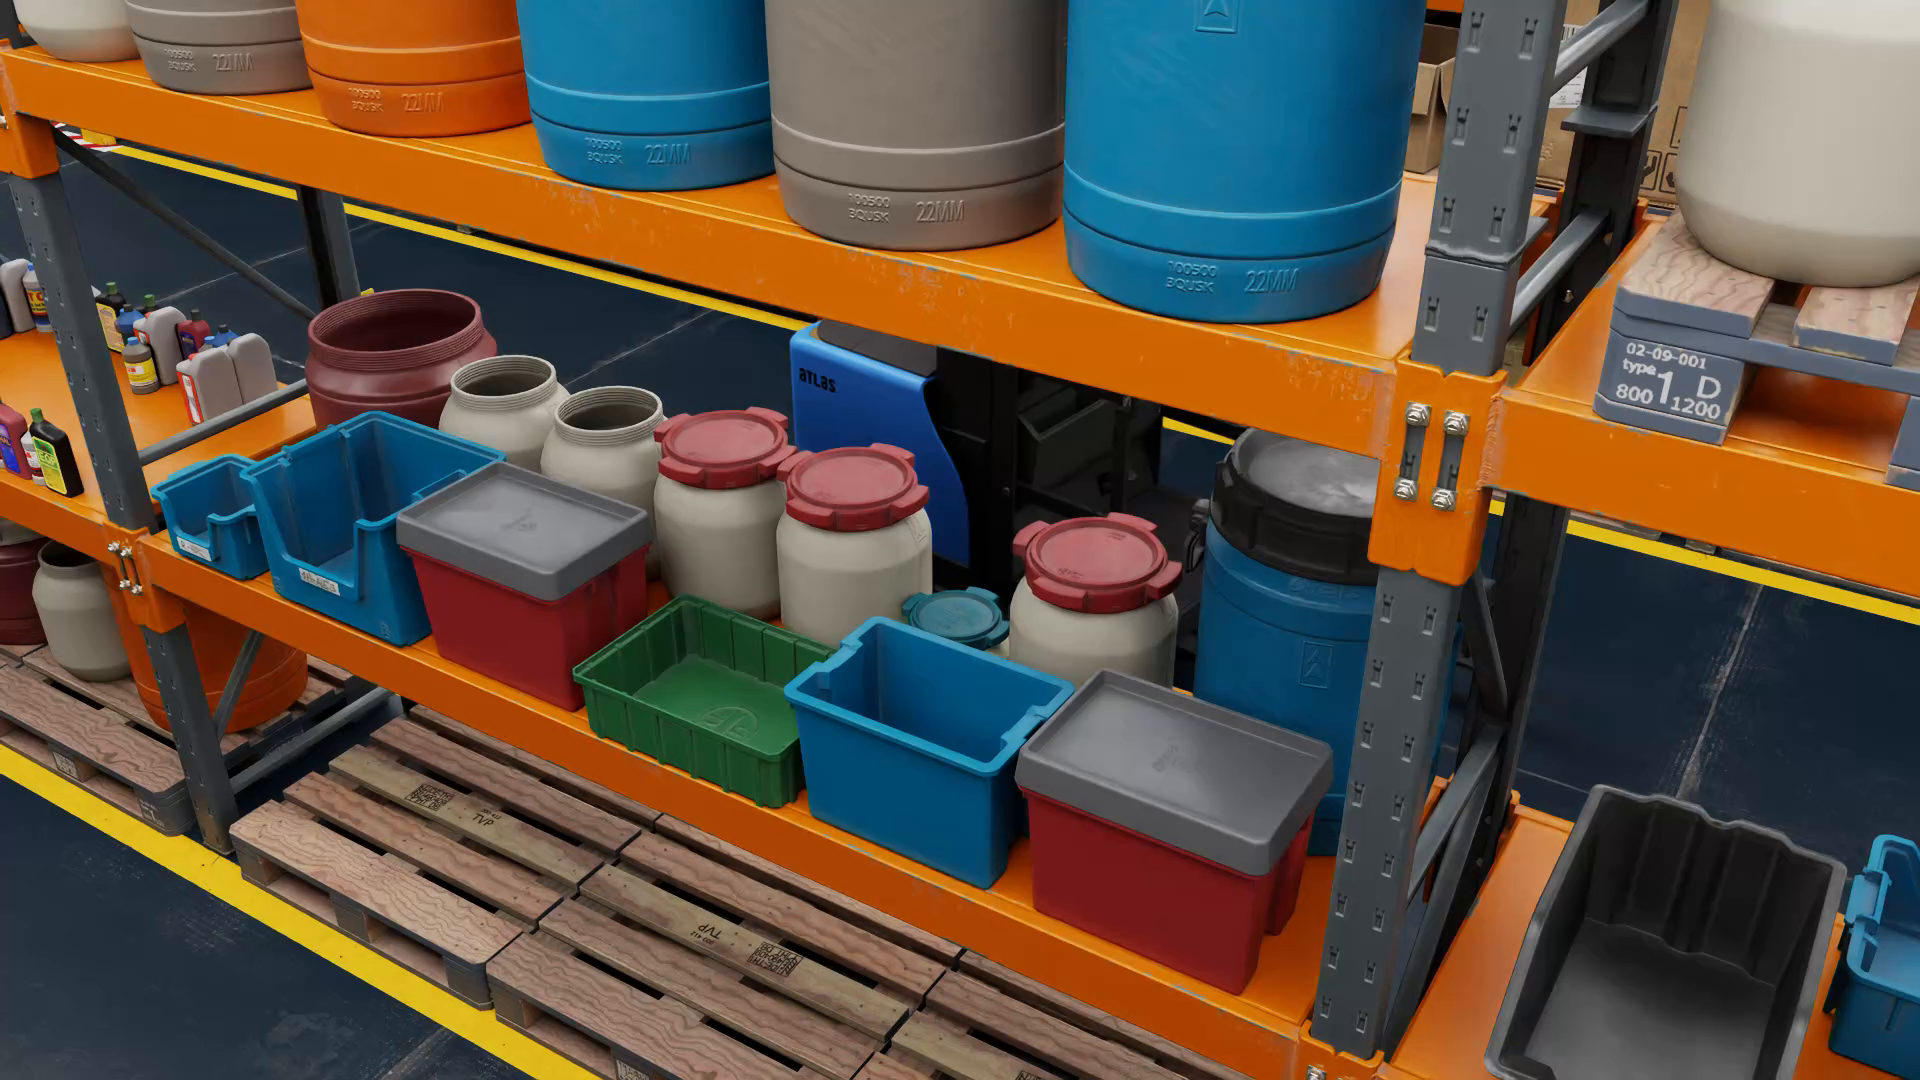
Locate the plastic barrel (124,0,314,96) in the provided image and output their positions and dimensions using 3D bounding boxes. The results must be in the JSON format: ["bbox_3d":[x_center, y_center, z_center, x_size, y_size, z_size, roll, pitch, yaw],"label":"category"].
[{"bbox_3d":[-1.779,-1.608,4.055,0.600,0.901,0.600,0,30,0],"label":"plastic barrel"}]

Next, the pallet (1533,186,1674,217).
[{"bbox_3d":[3.092,-1.635,7.766,1.213,0.211,1.003,18,35,27],"label":"pallet"}]

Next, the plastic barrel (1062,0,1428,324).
[{"bbox_3d":[0.483,-0.893,2.829,0.708,0.901,0.600,18,35,27],"label":"plastic barrel"}]

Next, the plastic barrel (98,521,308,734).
[{"bbox_3d":[-2.782,0.224,6.127,0.708,0.830,0.600,18,35,27],"label":"plastic barrel"}]

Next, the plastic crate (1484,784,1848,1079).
[{"bbox_3d":[1.405,0.885,3.319,0.504,0.338,0.767,18,35,27],"label":"plastic crate"}]

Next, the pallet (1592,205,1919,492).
[{"bbox_3d":[1.692,-0.399,2.668,1.003,0.211,1.213,18,35,27],"label":"pallet"}]

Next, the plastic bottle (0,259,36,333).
[{"bbox_3d":[-3.728,-0.980,6.577,0.135,0.276,0.152,18,35,27],"label":"plastic bottle"}]

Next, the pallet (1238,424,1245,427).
[{"bbox_3d":[1.964,-0.781,8.879,1.213,0.211,1.003,18,35,27],"label":"pallet"}]

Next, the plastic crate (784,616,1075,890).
[{"bbox_3d":[-0.071,0.507,3.920,0.575,0.384,0.392,18,35,27],"label":"plastic crate"}]

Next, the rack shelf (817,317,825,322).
[{"bbox_3d":[-0.505,-1.003,7.652,0.180,0.103,0.258,23,37,33],"label":"rack shelf"}]

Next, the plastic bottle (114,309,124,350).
[{"bbox_3d":[-3.142,-0.779,6.306,0.097,0.201,0.097,0,30,0],"label":"plastic bottle"}]

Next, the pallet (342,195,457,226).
[{"bbox_3d":[-3.716,-2.627,12.043,1.213,0.211,1.003,18,35,27],"label":"pallet"}]

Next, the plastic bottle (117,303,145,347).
[{"bbox_3d":[-3.061,-0.747,6.182,0.097,0.271,0.097,0,30,0],"label":"plastic bottle"}]

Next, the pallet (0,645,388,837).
[{"bbox_3d":[-3.049,0.603,6.508,1.213,0.211,1.003,18,35,27],"label":"pallet"}]

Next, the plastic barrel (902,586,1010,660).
[{"bbox_3d":[-0.011,0.303,4.391,0.301,0.262,0.301,0,30,0],"label":"plastic barrel"}]

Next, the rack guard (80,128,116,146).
[{"bbox_3d":[-6.522,-3.592,13.411,0.348,0.500,1.175,18,35,27],"label":"rack guard"}]

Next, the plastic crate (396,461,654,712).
[{"bbox_3d":[-1.153,0.127,4.491,0.583,0.464,0.402,18,35,27],"label":"plastic crate"}]

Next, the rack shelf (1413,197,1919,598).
[{"bbox_3d":[2.723,0.214,2.144,4.000,0.370,1.077,18,35,27],"label":"rack shelf"}]

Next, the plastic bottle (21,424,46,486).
[{"bbox_3d":[-3.016,-0.288,5.463,0.097,0.201,0.097,0,30,0],"label":"plastic bottle"}]

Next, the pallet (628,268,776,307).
[{"bbox_3d":[-1.383,-1.888,10.778,1.213,0.211,1.003,18,35,27],"label":"pallet"}]

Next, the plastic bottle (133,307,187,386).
[{"bbox_3d":[-2.945,-0.733,6.152,0.135,0.276,0.152,18,35,27],"label":"plastic bottle"}]

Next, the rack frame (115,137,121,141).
[{"bbox_3d":[-6.502,-4.665,12.770,0.127,3.000,1.000,18,35,27],"label":"rack frame"}]

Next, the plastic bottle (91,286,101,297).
[{"bbox_3d":[-3.338,-0.871,6.394,0.097,0.271,0.097,0,30,0],"label":"plastic bottle"}]

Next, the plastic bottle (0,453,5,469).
[{"bbox_3d":[-3.212,-0.349,5.569,0.097,0.201,0.097,0,30,0],"label":"plastic bottle"}]

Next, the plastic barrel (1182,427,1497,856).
[{"bbox_3d":[0.863,0.214,3.909,0.708,0.901,0.600,18,35,27],"label":"plastic barrel"}]

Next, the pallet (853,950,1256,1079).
[{"bbox_3d":[0.343,1.674,4.671,1.213,0.211,1.003,18,35,27],"label":"pallet"}]

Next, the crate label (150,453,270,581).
[{"bbox_3d":[-2.201,-0.063,5.048,0.416,0.233,0.303,18,35,27],"label":"crate label"}]

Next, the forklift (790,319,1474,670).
[{"bbox_3d":[0.708,-0.942,6.455,3.031,2.935,1.130,23,37,33],"label":"forklift"}]

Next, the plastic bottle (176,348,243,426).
[{"bbox_3d":[-2.634,-0.544,5.828,0.135,0.276,0.152,18,35,27],"label":"plastic bottle"}]

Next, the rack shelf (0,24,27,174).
[{"bbox_3d":[-4.053,-1.929,5.817,4.000,0.370,1.077,18,35,27],"label":"rack shelf"}]

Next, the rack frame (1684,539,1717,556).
[{"bbox_3d":[3.662,-1.451,7.260,0.127,3.000,1.000,18,35,27],"label":"rack frame"}]

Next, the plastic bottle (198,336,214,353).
[{"bbox_3d":[-2.720,-0.645,6.077,0.097,0.201,0.097,0,30,0],"label":"plastic bottle"}]

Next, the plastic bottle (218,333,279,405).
[{"bbox_3d":[-2.554,-0.609,5.940,0.135,0.276,0.152,18,35,27],"label":"plastic bottle"}]

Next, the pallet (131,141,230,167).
[{"bbox_3d":[-5.783,-3.280,13.163,1.213,0.211,1.003,18,35,27],"label":"pallet"}]

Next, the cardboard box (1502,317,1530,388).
[{"bbox_3d":[2.760,-0.871,8.310,0.500,0.500,0.700,17,34,27],"label":"cardboard box"}]

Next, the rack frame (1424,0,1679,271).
[{"bbox_3d":[1.029,-1.928,2.125,0.127,3.000,1.000,18,35,27],"label":"rack frame"}]

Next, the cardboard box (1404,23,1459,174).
[{"bbox_3d":[2.145,-2.102,7.857,0.637,0.503,0.797,22,37,32],"label":"cardboard box"}]

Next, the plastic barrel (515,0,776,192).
[{"bbox_3d":[-0.625,-1.243,3.430,0.708,0.901,0.600,18,35,27],"label":"plastic barrel"}]

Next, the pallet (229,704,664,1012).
[{"bbox_3d":[-1.723,1.020,5.792,1.213,0.211,1.003,18,35,27],"label":"pallet"}]

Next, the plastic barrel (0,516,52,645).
[{"bbox_3d":[-3.739,0.025,6.706,0.708,0.588,0.600,18,35,27],"label":"plastic barrel"}]

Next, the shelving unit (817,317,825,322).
[{"bbox_3d":[-0.505,-0.730,7.811,0.189,1.200,0.258,23,37,33],"label":"shelving unit"}]

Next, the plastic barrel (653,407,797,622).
[{"bbox_3d":[-0.653,-0.058,4.738,0.433,0.535,0.433,0,30,0],"label":"plastic barrel"}]

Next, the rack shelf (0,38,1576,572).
[{"bbox_3d":[-0.665,-0.858,3.980,4.000,0.370,1.077,18,35,27],"label":"rack shelf"}]

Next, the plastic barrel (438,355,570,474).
[{"bbox_3d":[-1.374,-0.272,5.129,0.421,0.512,0.421,0,30,0],"label":"plastic barrel"}]
